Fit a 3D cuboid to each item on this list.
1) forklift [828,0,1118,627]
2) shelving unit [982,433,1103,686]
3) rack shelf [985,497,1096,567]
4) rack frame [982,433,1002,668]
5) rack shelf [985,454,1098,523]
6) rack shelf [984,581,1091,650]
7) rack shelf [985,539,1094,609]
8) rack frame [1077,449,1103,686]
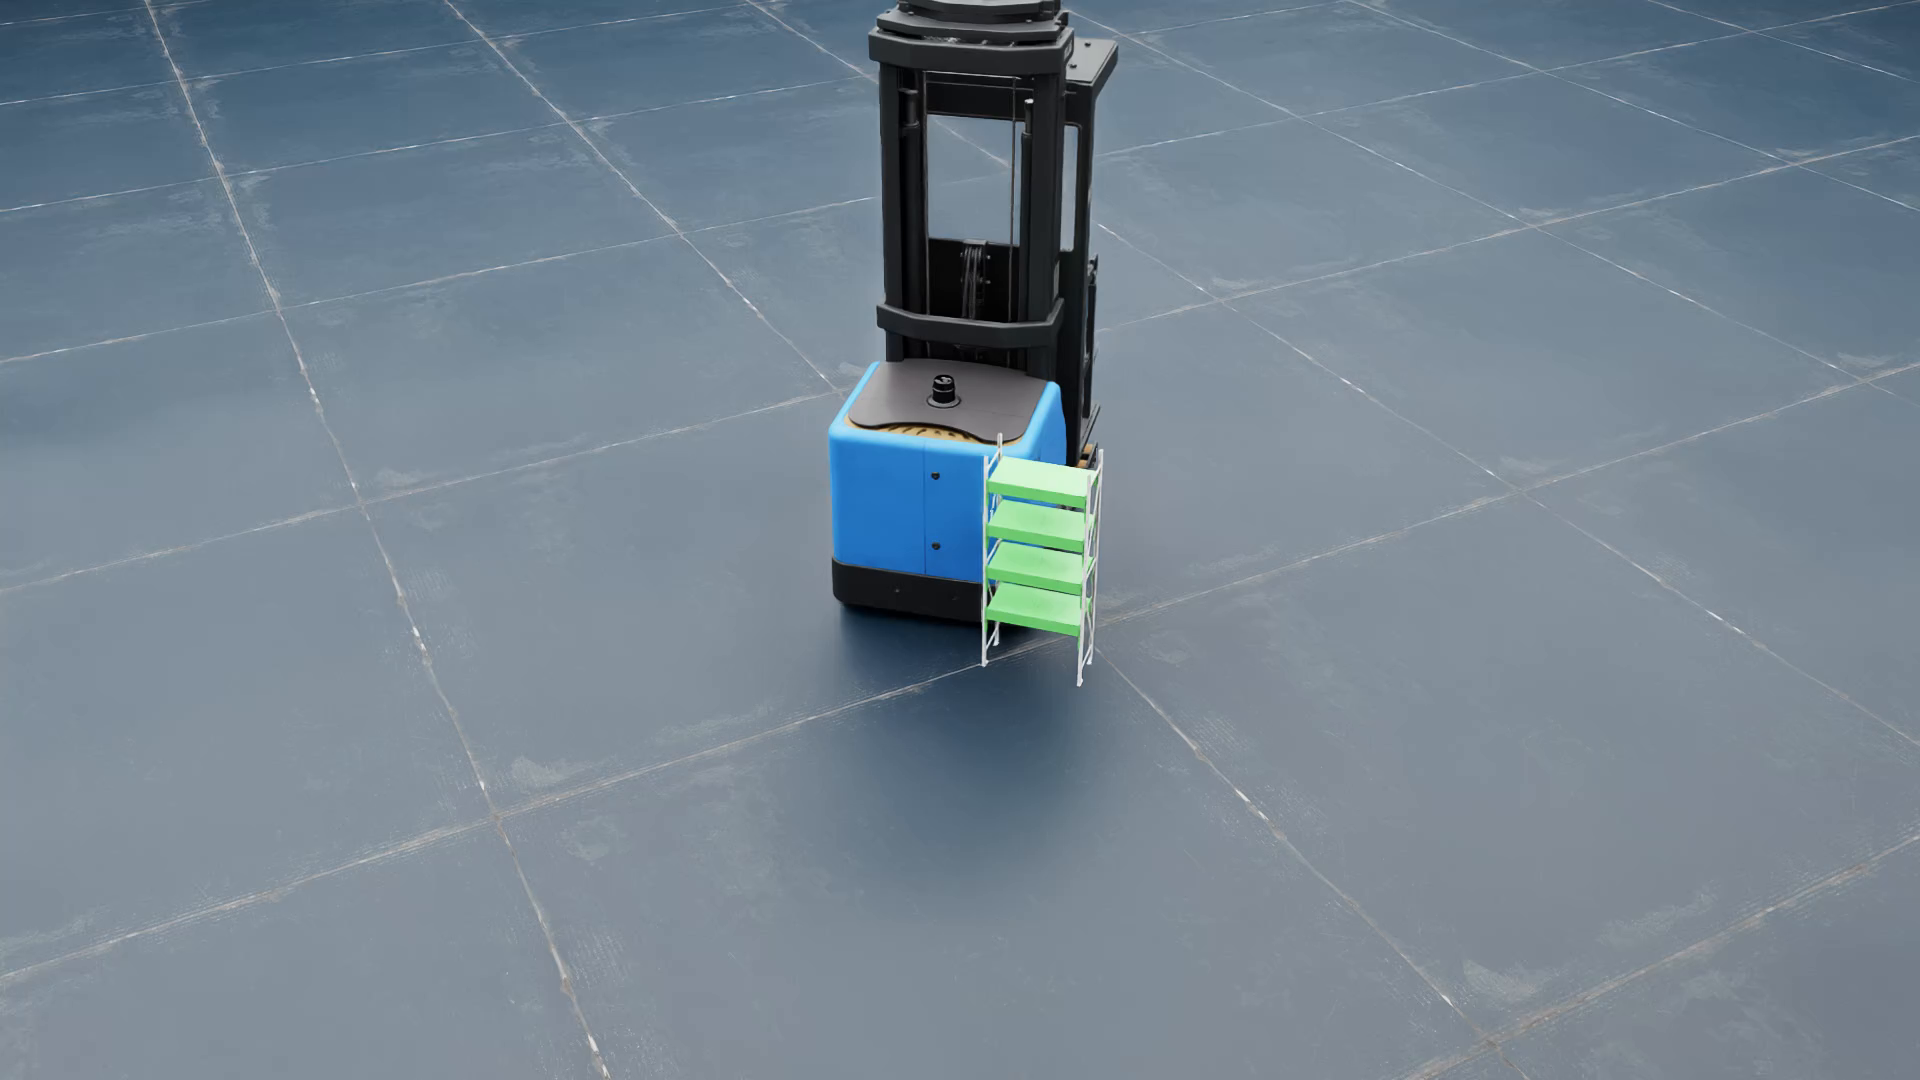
[{"bbox_3d":[0.197,-1.581,9.001,1.130,2.935,3.031,8,33,12],"label":"forklift"},{"bbox_3d":[0.385,0.108,7.970,0.503,1.200,0.258,10,34,15],"label":"shelving unit"},{"bbox_3d":[0.385,-0.041,7.875,0.480,0.148,0.258,10,34,15],"label":"rack shelf"},{"bbox_3d":[0.153,0.067,8.034,0.015,1.200,0.240,10,34,15],"label":"rack frame"},{"bbox_3d":[0.385,-0.243,7.745,0.480,0.148,0.258,10,34,15],"label":"rack shelf"},{"bbox_3d":[0.385,0.364,8.134,0.480,0.148,0.258,10,34,15],"label":"rack shelf"},{"bbox_3d":[0.385,0.161,8.004,0.480,0.148,0.258,10,34,15],"label":"rack shelf"},{"bbox_3d":[0.617,0.149,7.906,0.015,1.200,0.240,10,34,15],"label":"rack frame"}]
